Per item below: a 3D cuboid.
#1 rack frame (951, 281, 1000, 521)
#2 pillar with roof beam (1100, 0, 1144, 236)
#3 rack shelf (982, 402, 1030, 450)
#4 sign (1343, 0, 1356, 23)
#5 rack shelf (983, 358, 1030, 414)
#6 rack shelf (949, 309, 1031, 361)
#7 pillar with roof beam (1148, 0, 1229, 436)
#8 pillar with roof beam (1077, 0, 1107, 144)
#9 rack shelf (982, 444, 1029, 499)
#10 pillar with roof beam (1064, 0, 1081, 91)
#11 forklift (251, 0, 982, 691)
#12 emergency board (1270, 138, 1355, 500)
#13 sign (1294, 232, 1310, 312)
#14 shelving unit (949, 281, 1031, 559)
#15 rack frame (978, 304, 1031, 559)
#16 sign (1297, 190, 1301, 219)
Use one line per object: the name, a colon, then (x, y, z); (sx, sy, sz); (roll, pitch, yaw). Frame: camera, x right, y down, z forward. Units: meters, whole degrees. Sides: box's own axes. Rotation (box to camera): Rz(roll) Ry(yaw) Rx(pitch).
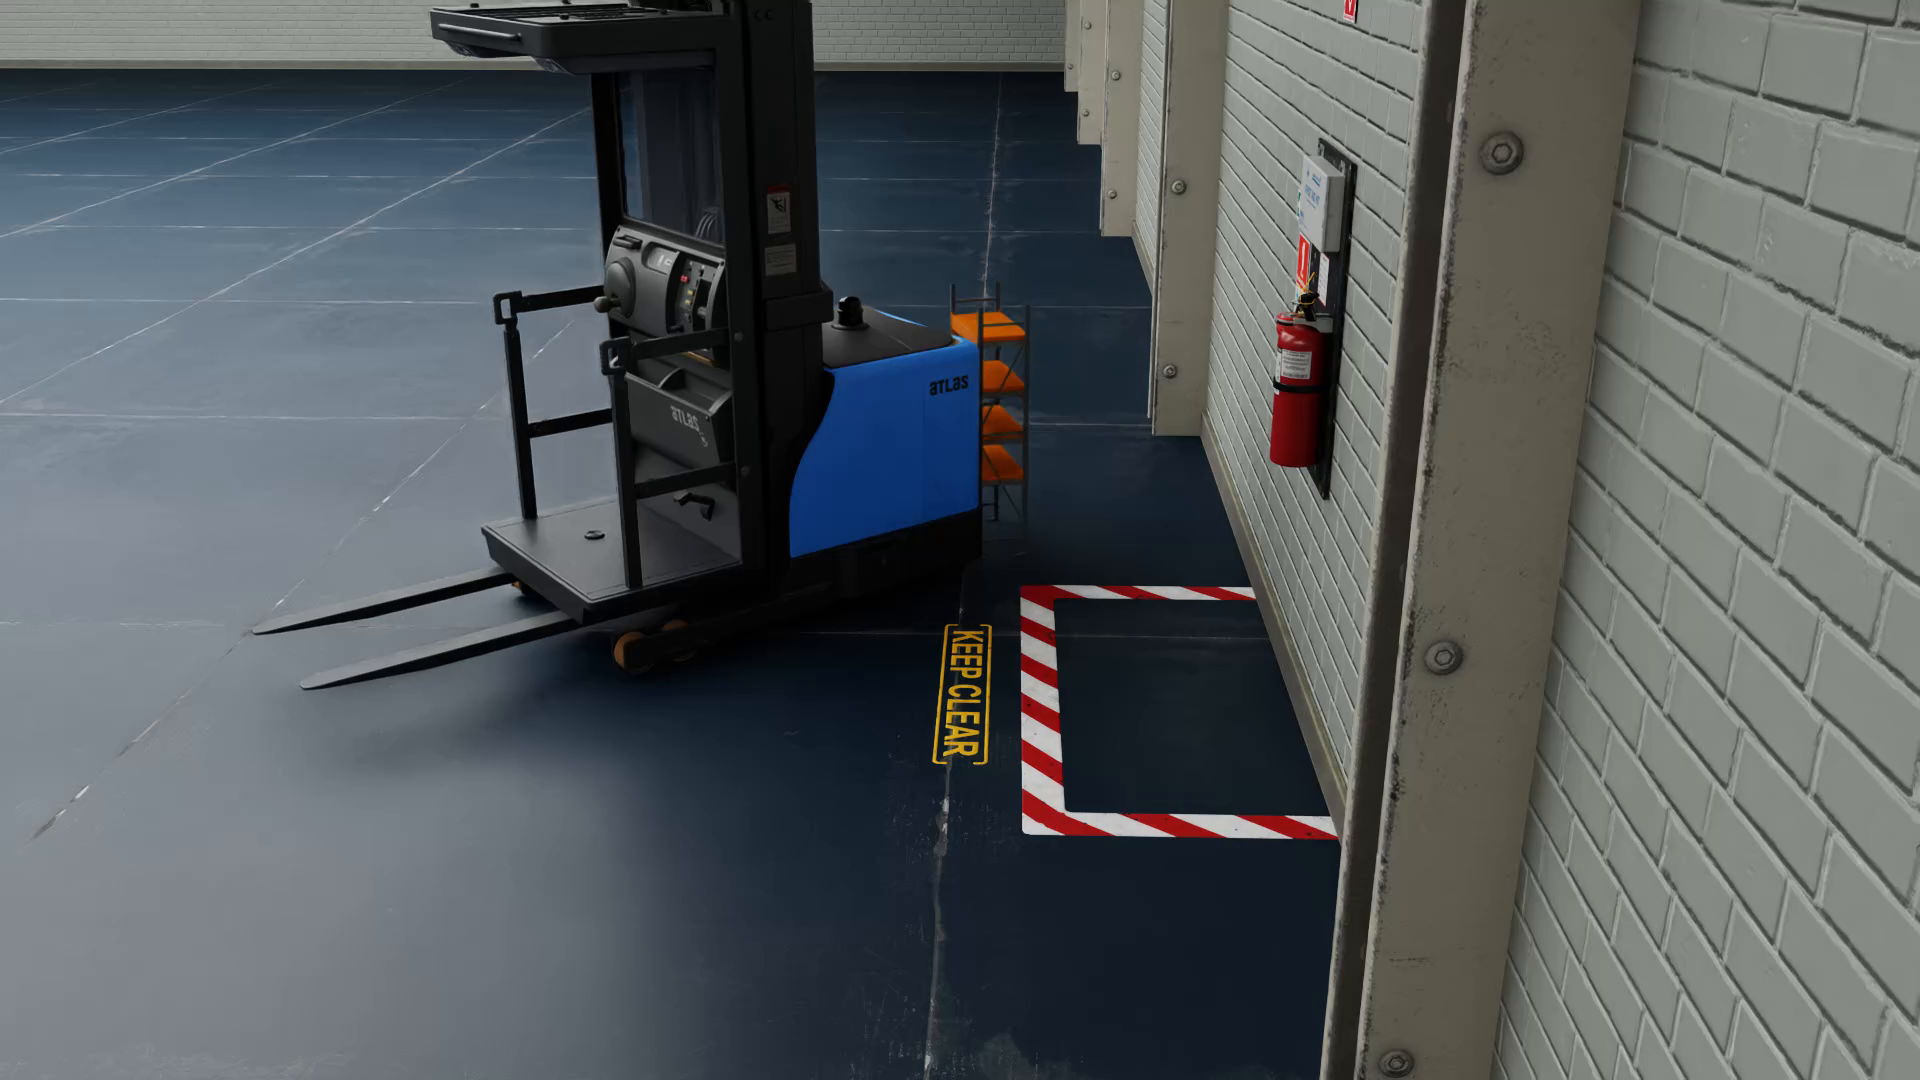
rack frame: (0.073, -0.653, 8.052); (0.240, 1.200, 0.015); (-5, 22, -14)
pillar with roof beam: (-2.849, -7.085, 13.850); (9.100, 9.000, 0.400); (1, 21, 2)
rack shelf: (0.135, -0.505, 7.857); (0.258, 0.148, 0.480); (-5, 22, -14)
sign: (1.302, -1.878, 5.518); (0.001, 0.298, 0.199); (1, 21, 2)
rack shelf: (0.135, -0.713, 7.776); (0.258, 0.148, 0.480); (-5, 22, -14)
rack shelf: (0.135, -0.934, 7.690); (0.258, 0.148, 0.480); (-5, 22, -14)
pillar with roof beam: (-3.031, -4.916, 8.259); (9.100, 9.000, 0.400); (1, 21, 2)
pillar with roof beam: (-2.666, -9.255, 19.441); (9.100, 9.000, 0.400); (1, 21, 2)
rack shelf: (0.135, -0.319, 7.928); (0.258, 0.148, 0.480); (-5, 22, -14)
pillar with roof beam: (-2.484, -11.424, 25.032); (9.100, 9.000, 0.400); (1, 21, 2)
forklift: (-1.376, -1.047, 6.675); (3.031, 2.935, 1.130); (-16, 26, -35)
emergency board: (1.203, -0.795, 5.932); (0.194, 1.169, 0.643); (1, 21, 2)
sign: (1.323, -1.011, 6.438); (0.001, 0.329, 0.234); (1, 21, 2)
shelving unit: (0.135, -0.567, 7.832); (0.258, 1.200, 0.503); (-5, 22, -14)
rack frame: (0.197, -0.482, 7.612); (0.240, 1.200, 0.015); (-5, 22, -14)
sign: (1.313, -1.256, 6.338); (0.001, 0.109, 0.331); (1, 21, 2)
